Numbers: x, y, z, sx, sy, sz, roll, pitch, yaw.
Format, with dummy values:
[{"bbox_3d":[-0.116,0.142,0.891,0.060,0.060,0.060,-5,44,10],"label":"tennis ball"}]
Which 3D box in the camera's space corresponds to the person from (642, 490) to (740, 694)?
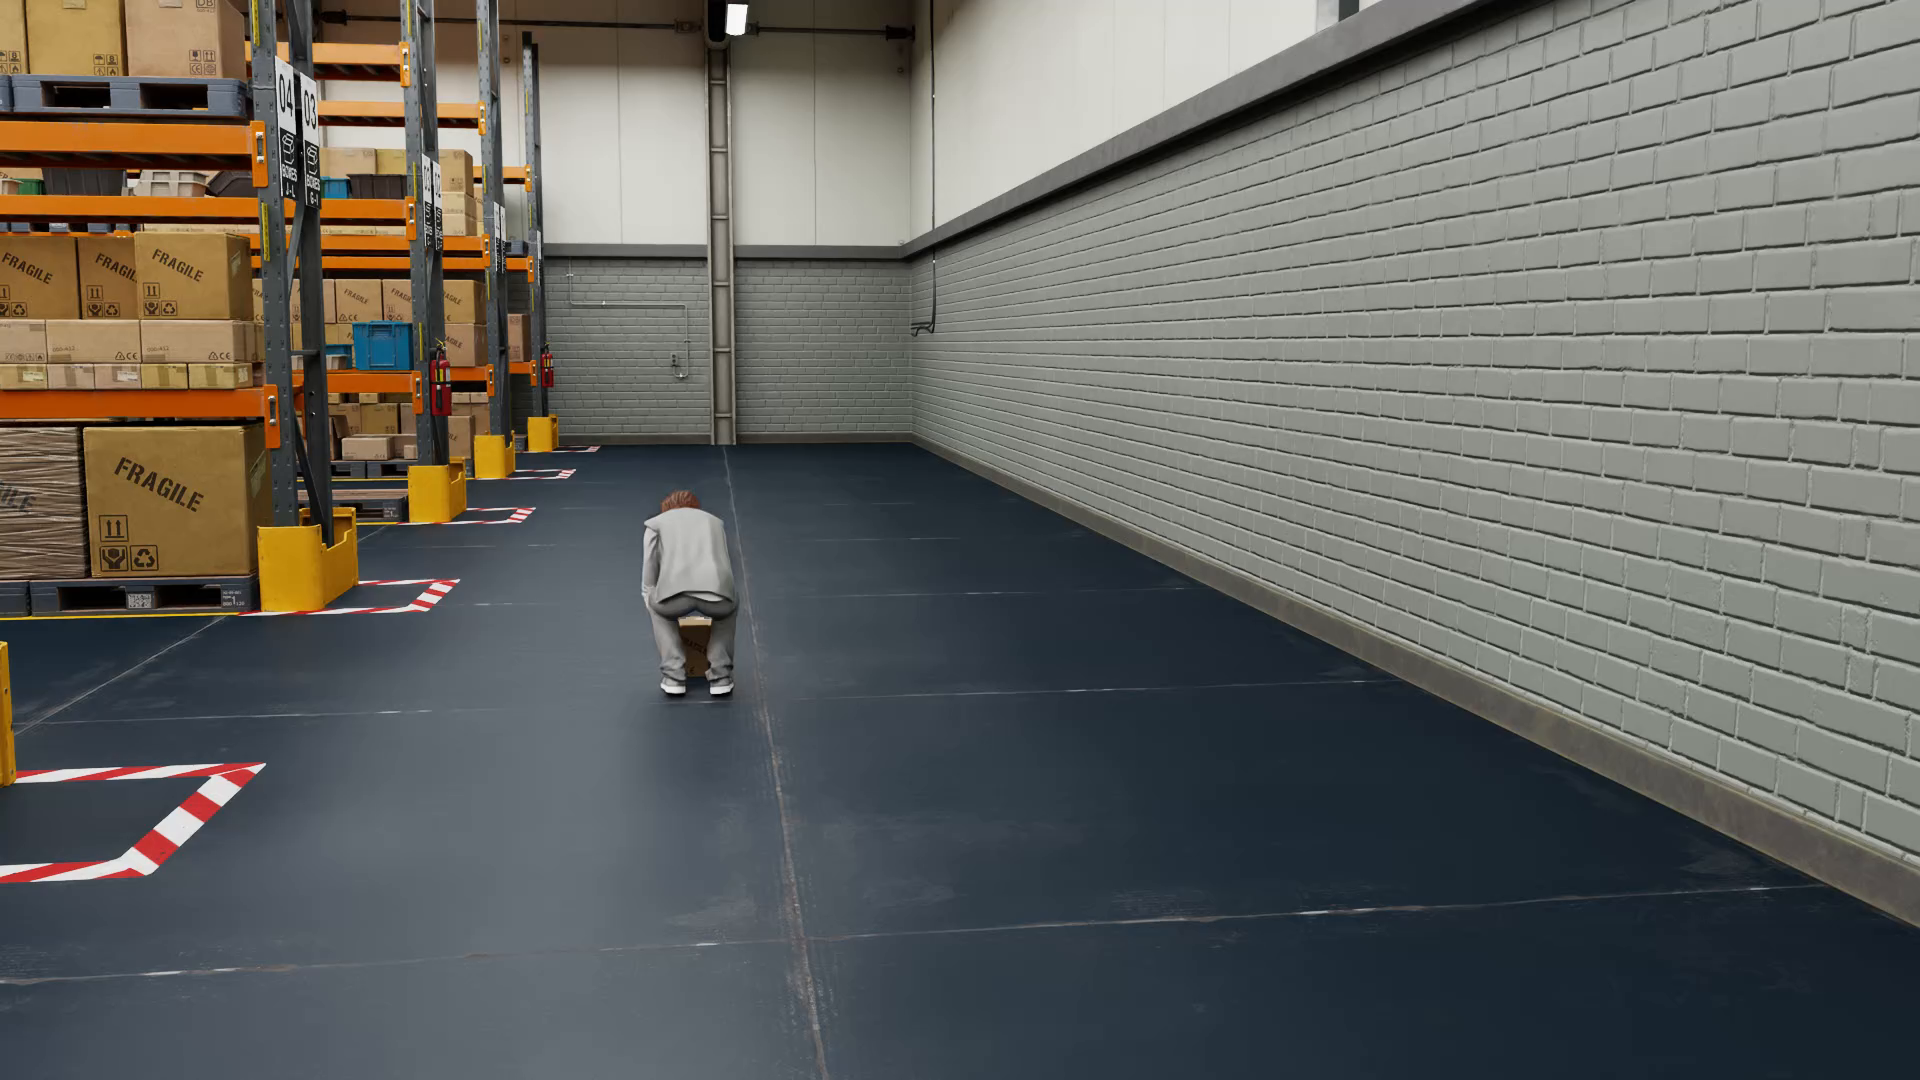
[{"bbox_3d":[-1.225,0.239,7.547,0.444,0.886,0.796,-1,7,-9],"label":"person"}]
